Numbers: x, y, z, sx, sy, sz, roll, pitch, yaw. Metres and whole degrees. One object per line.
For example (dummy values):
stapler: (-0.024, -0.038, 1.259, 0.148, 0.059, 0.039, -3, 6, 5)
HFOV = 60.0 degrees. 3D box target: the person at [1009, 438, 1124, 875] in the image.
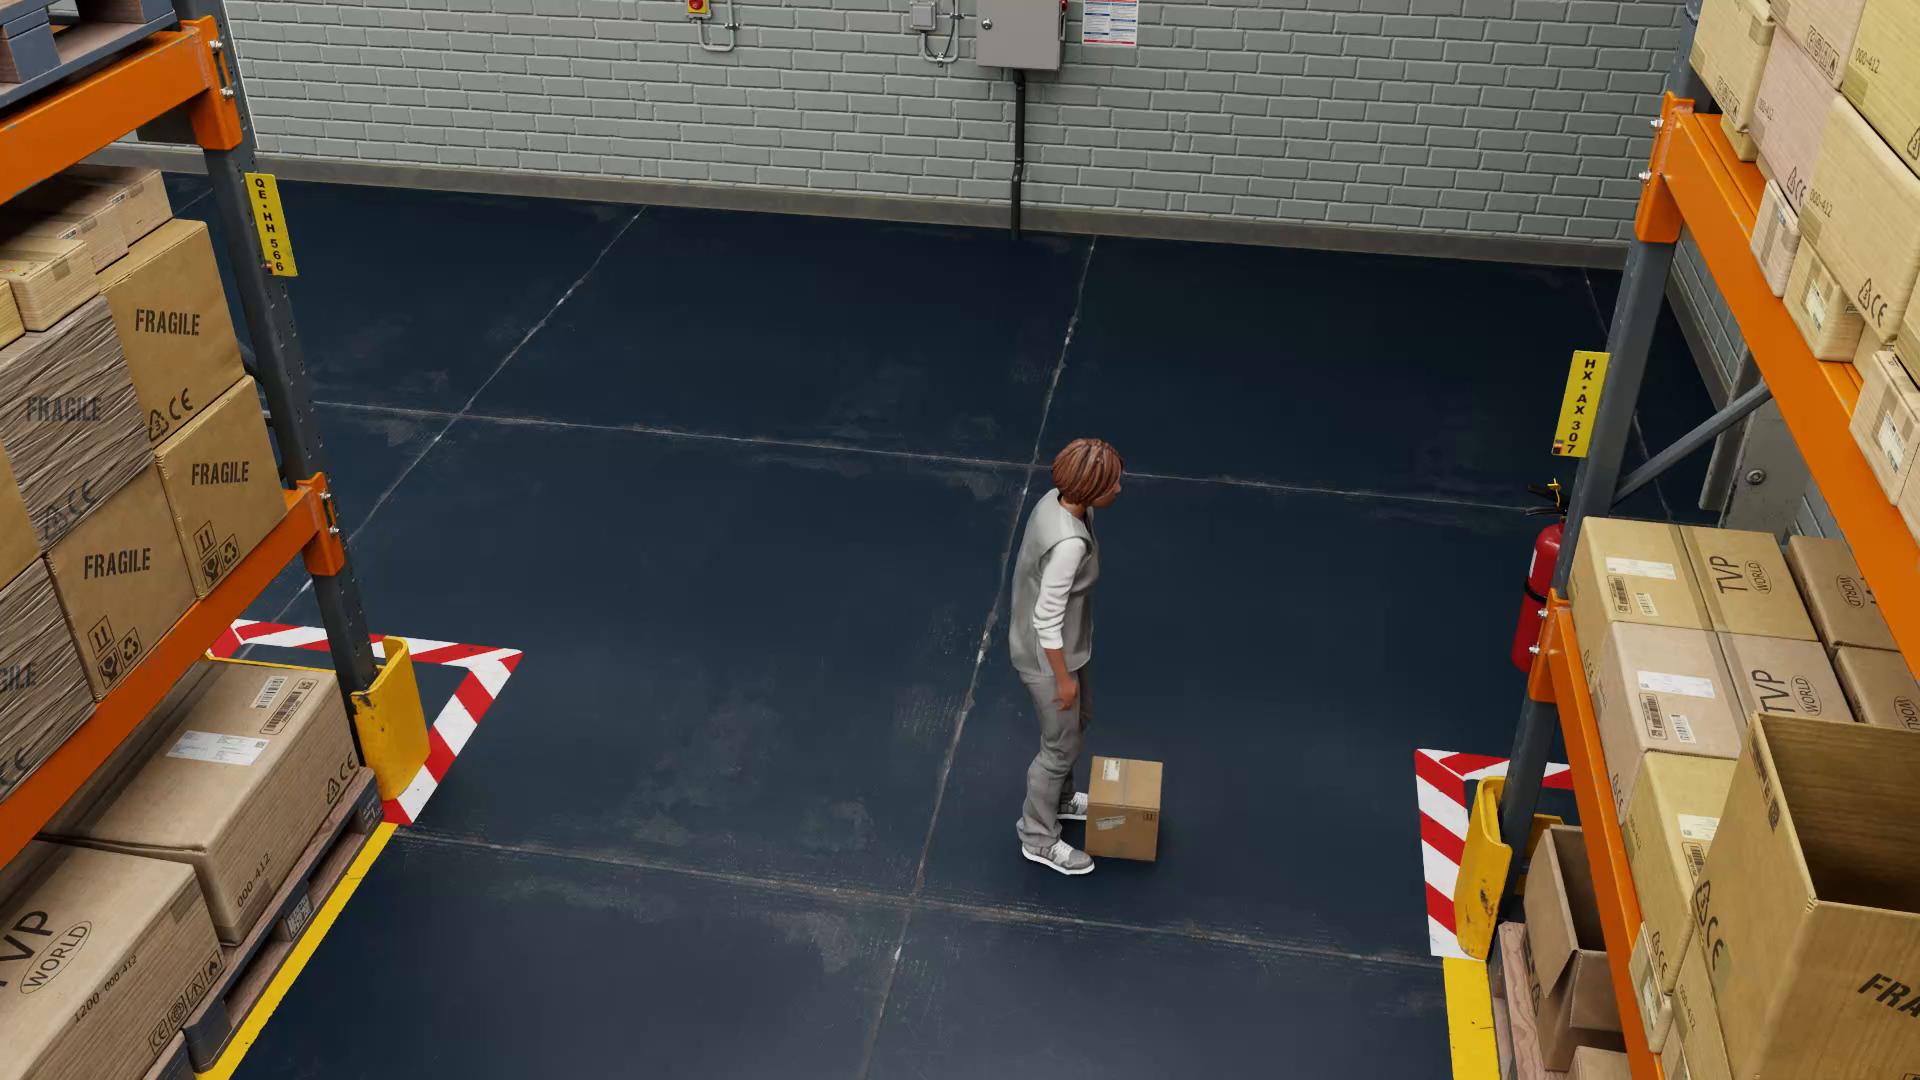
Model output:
person: (0.352, 0.374, 5.570, 0.377, 1.592, 0.477, 4, 33, 5)
